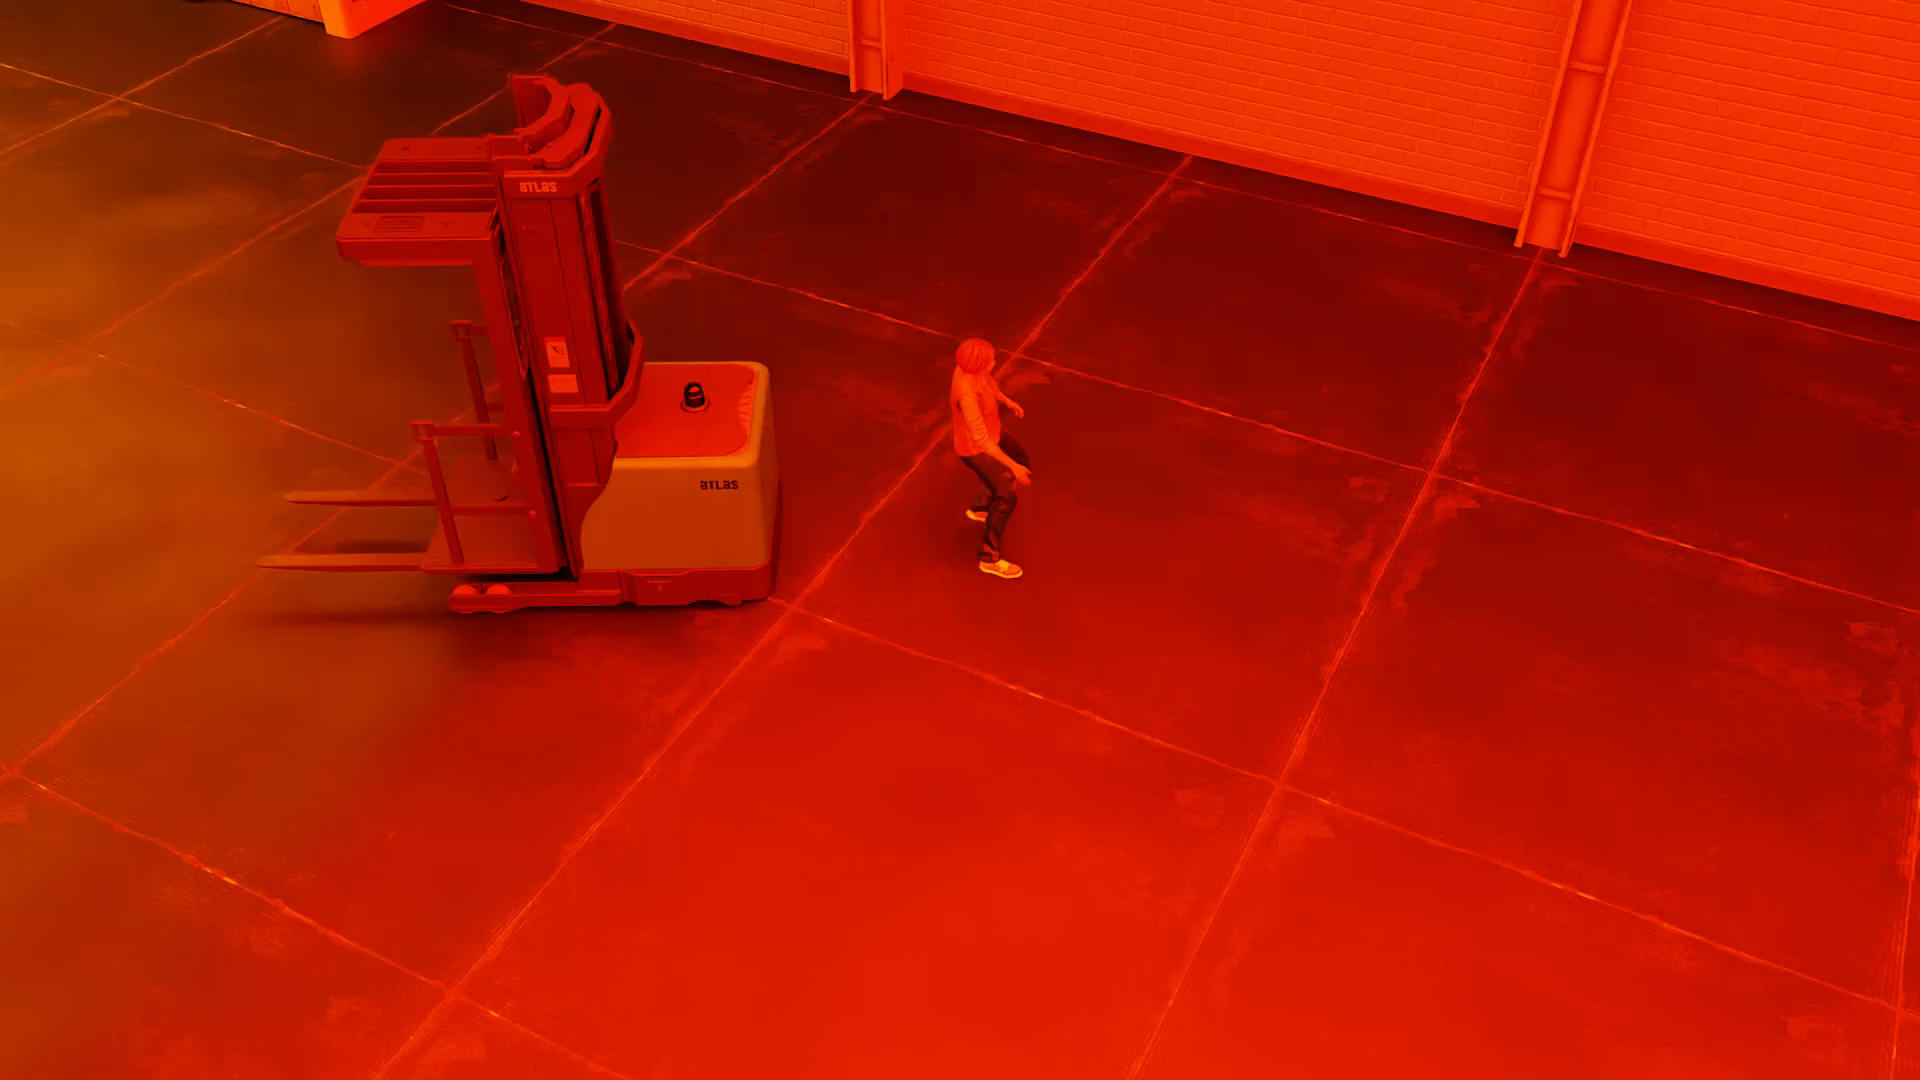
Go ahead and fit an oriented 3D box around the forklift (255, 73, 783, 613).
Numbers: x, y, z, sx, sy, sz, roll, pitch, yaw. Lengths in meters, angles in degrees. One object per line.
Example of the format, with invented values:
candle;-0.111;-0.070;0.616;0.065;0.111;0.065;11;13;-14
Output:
forklift;-2.623;-1.037;9.218;3.031;2.935;1.130;-1;40;-1

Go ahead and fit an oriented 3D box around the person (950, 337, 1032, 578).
person;0.200;-0.559;9.771;0.514;1.480;0.684;5;40;6
